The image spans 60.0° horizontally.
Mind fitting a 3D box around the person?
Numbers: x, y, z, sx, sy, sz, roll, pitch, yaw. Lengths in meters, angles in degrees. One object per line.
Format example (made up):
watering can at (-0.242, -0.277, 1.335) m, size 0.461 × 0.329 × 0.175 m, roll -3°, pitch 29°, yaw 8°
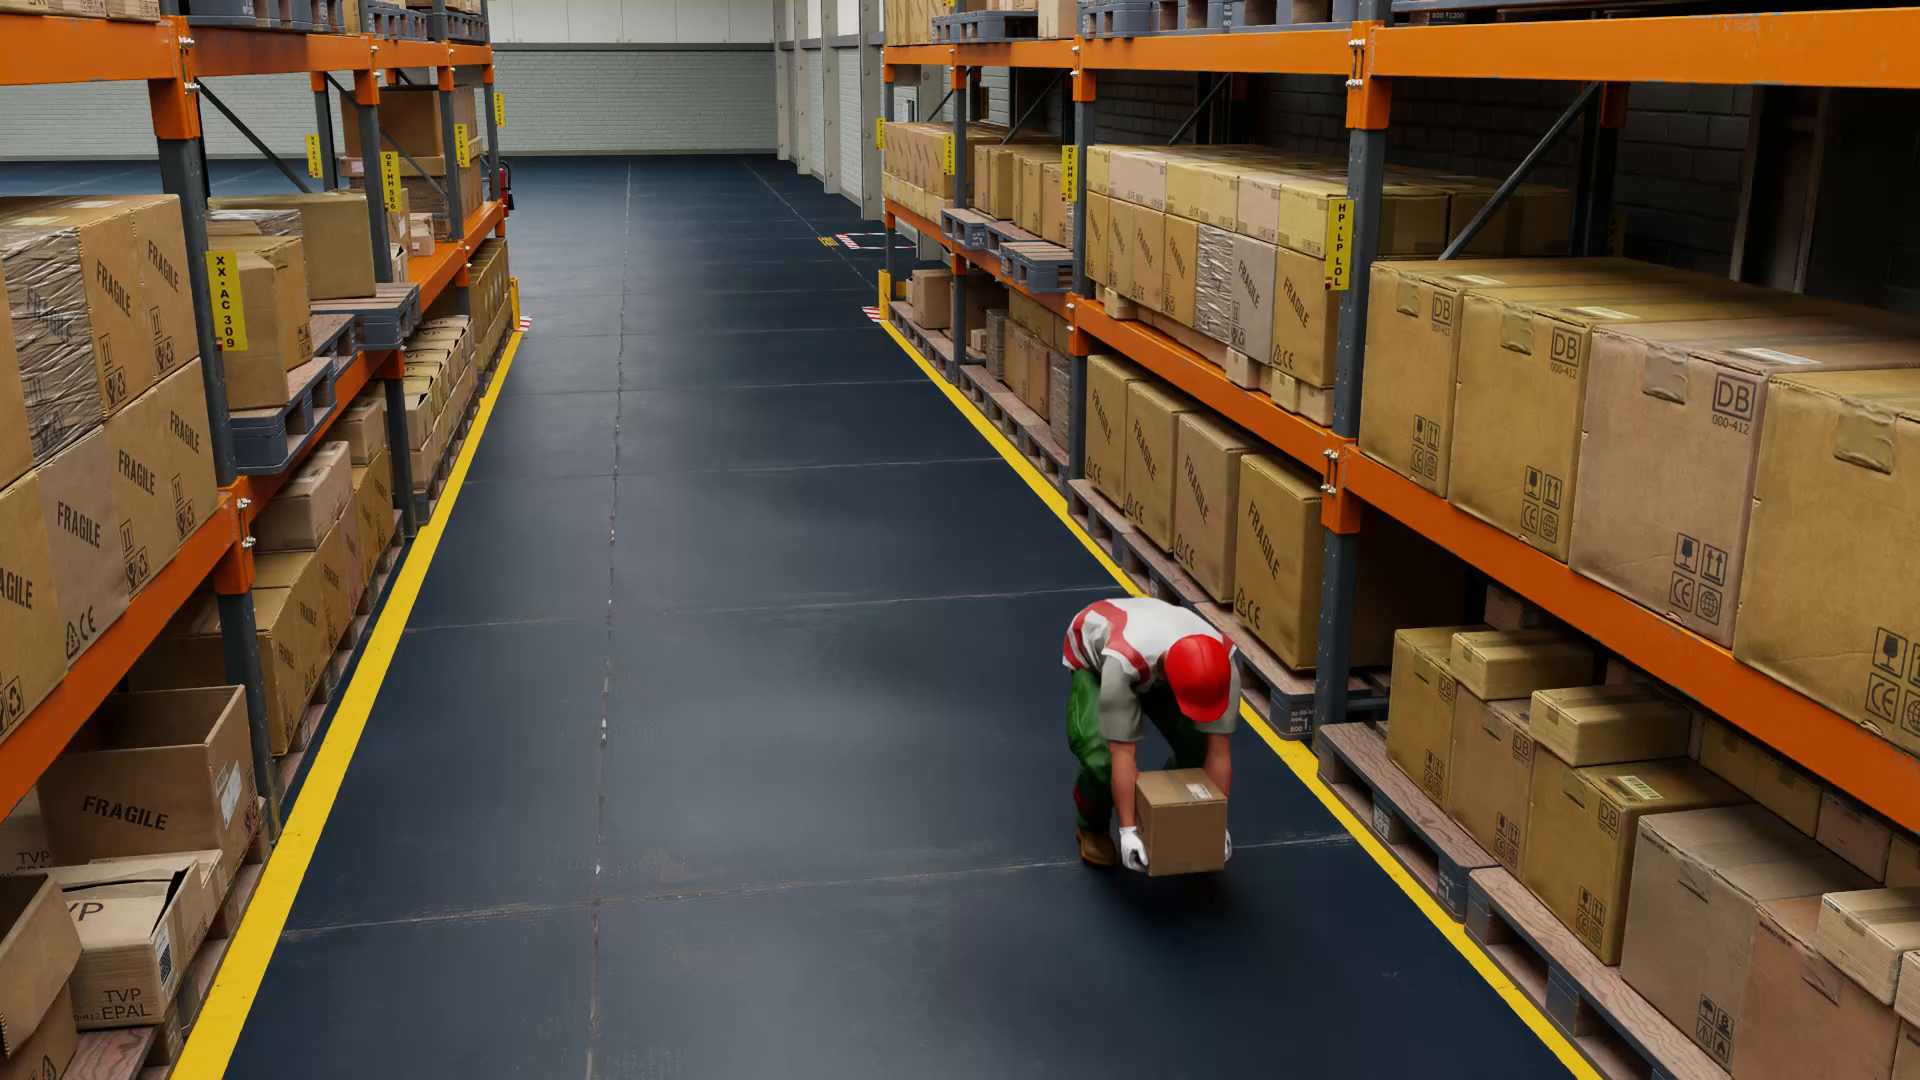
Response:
person at (0.648, 0.670, 5.623) m, size 0.535 × 0.987 × 0.950 m, roll -4°, pitch 17°, yaw -13°
